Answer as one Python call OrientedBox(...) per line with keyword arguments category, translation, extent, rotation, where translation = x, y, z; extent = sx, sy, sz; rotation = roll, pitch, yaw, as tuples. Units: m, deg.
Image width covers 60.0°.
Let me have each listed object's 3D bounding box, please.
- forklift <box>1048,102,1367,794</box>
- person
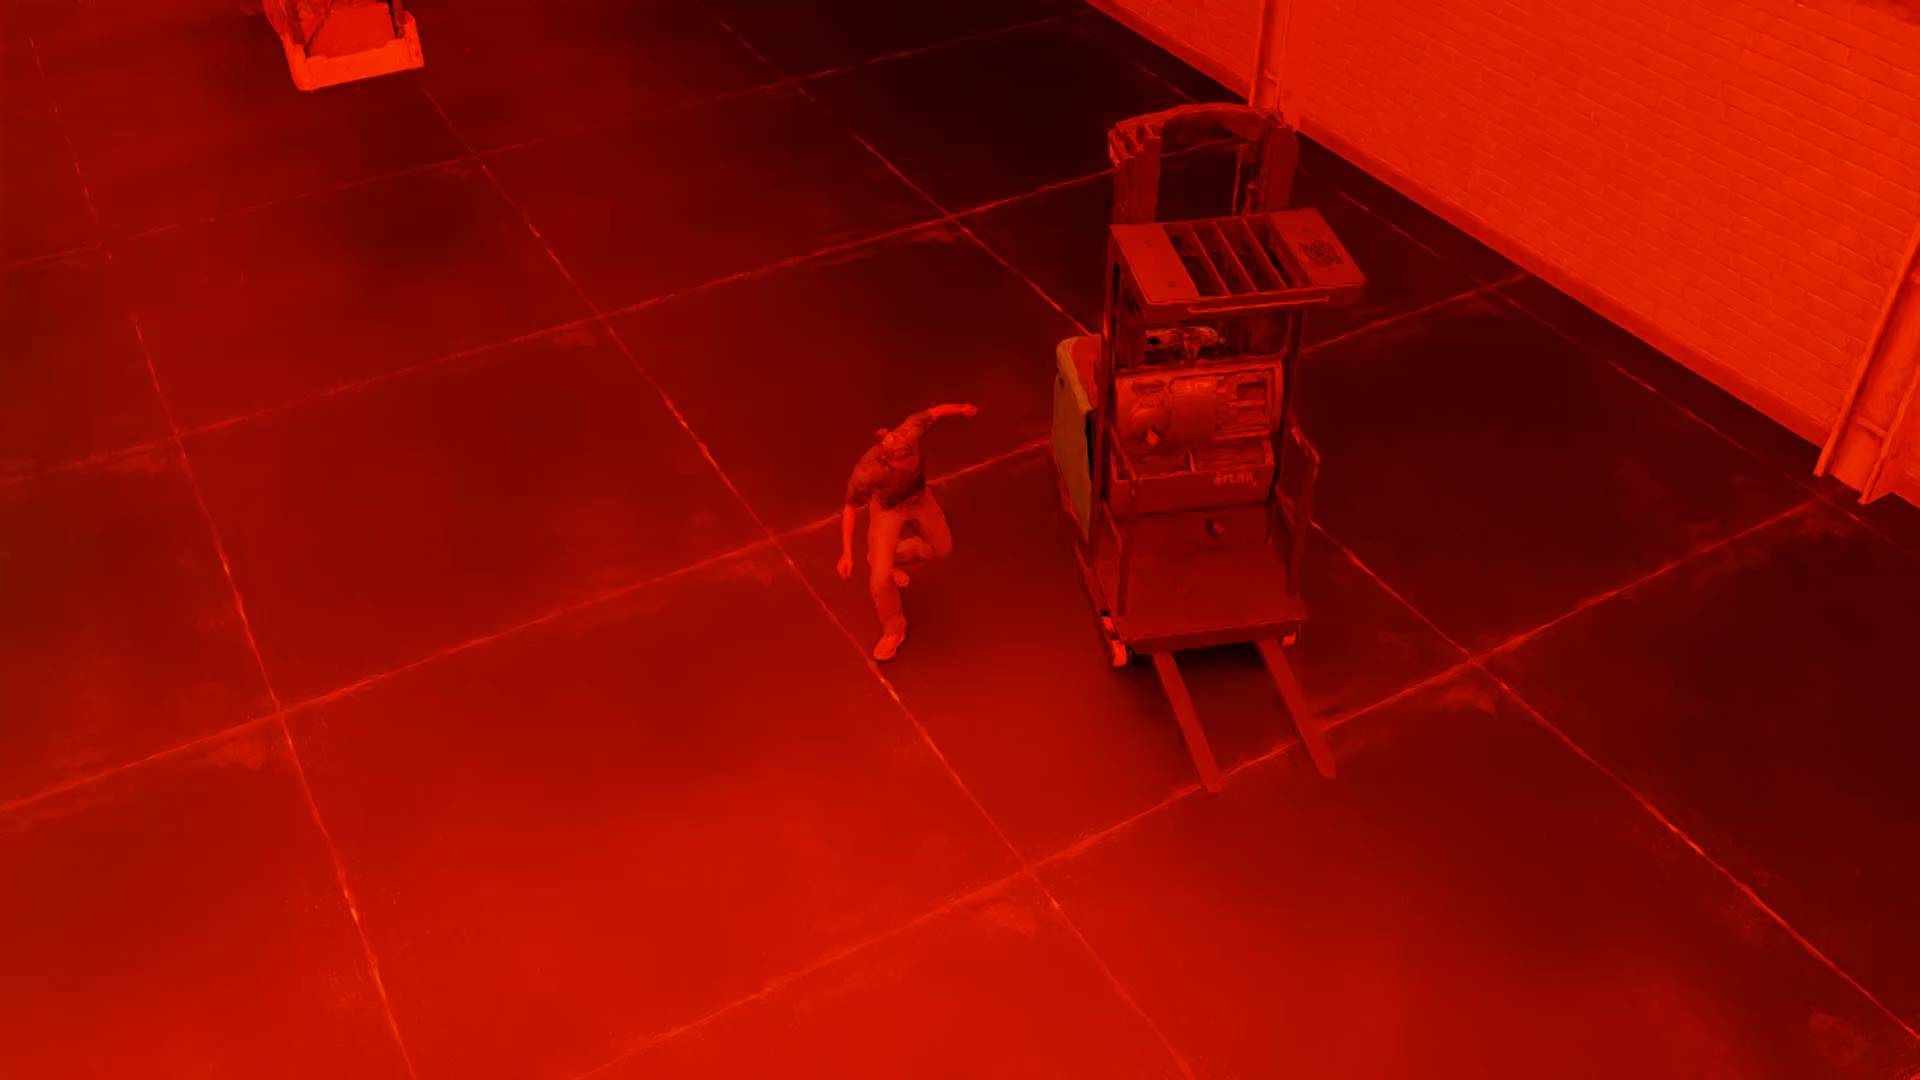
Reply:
OrientedBox(category="forklift", translation=(1.334, -0.660, 8.832), extent=(1.130, 2.935, 3.031), rotation=(-7, 40, -8))
OrientedBox(category="person", translation=(-0.261, -0.172, 9.416), extent=(1.096, 1.423, 0.693), rotation=(-22, 45, -25))
